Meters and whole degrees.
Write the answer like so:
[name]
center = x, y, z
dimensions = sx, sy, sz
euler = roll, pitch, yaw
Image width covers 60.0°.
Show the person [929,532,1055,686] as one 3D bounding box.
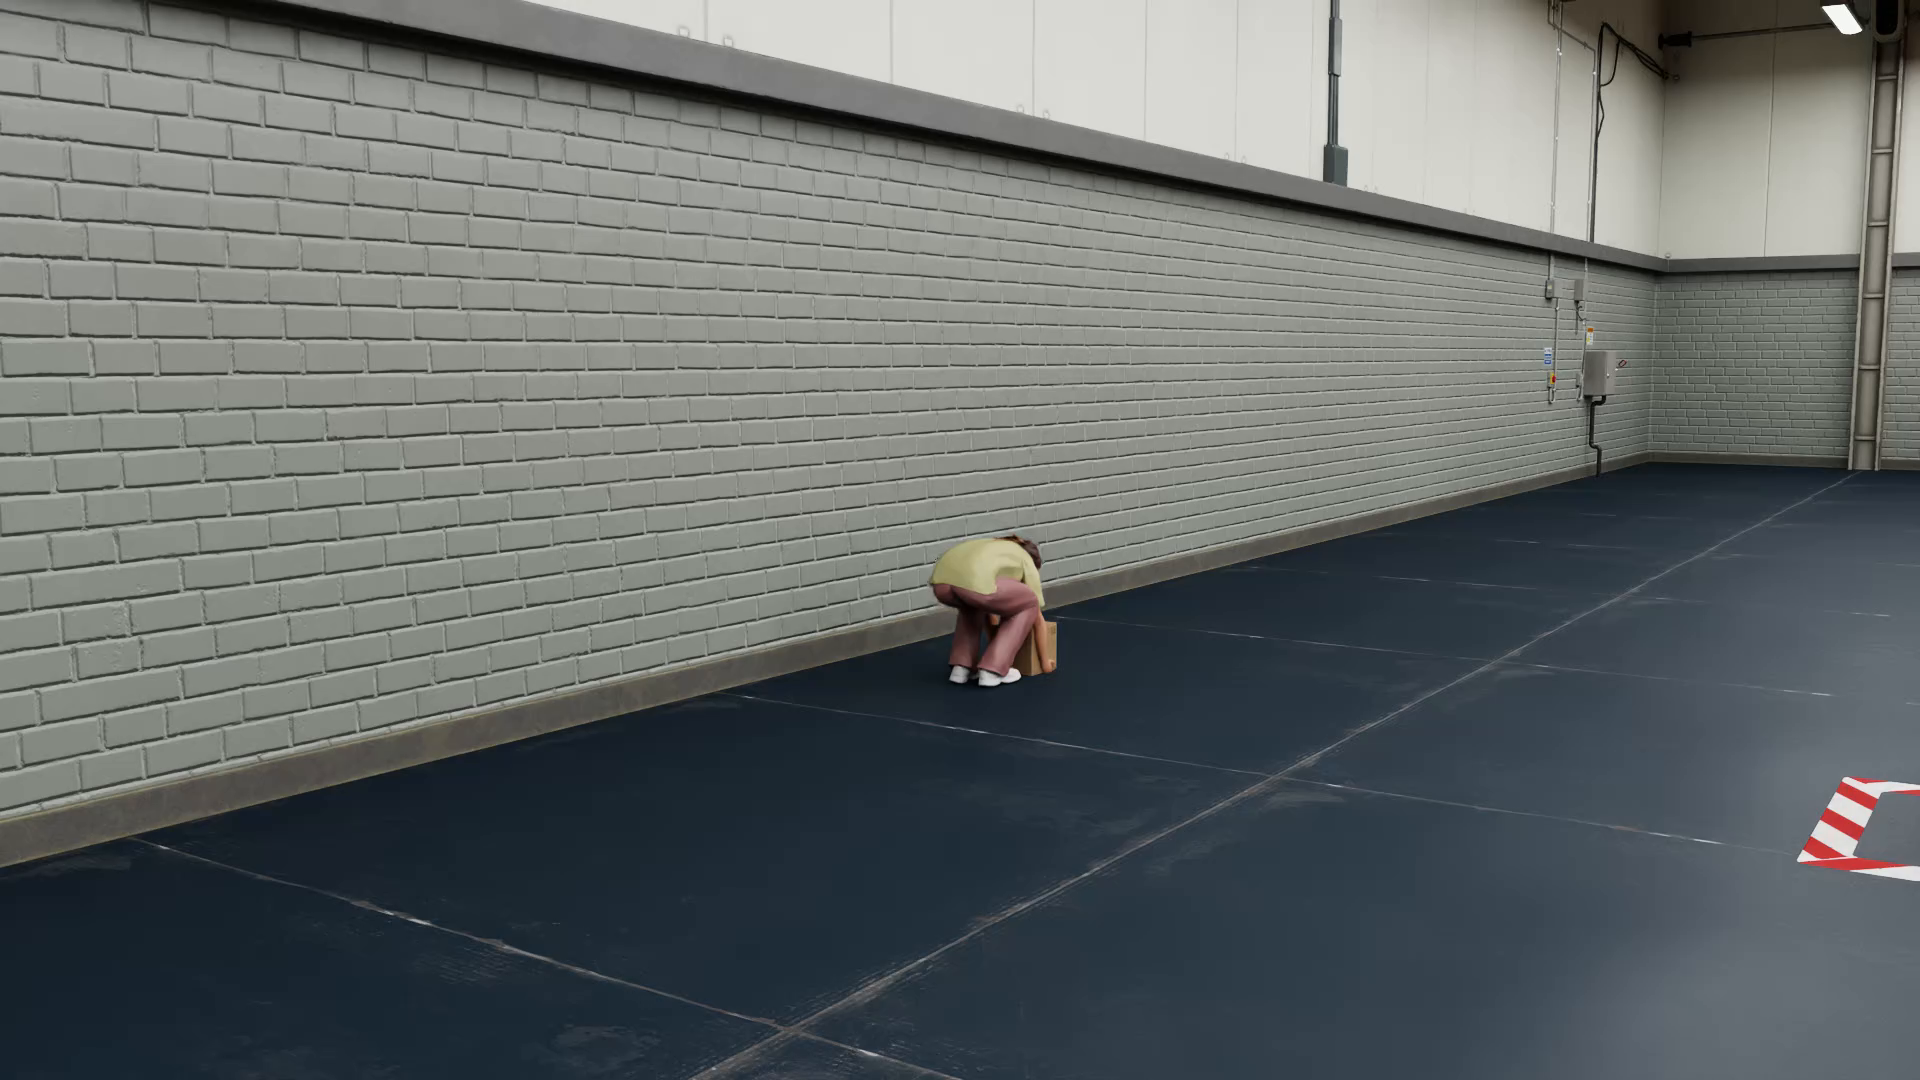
[person]
center = 0.172, 0.361, 8.558
dimensions = 0.440, 0.747, 0.866
euler = 4, 8, 32
